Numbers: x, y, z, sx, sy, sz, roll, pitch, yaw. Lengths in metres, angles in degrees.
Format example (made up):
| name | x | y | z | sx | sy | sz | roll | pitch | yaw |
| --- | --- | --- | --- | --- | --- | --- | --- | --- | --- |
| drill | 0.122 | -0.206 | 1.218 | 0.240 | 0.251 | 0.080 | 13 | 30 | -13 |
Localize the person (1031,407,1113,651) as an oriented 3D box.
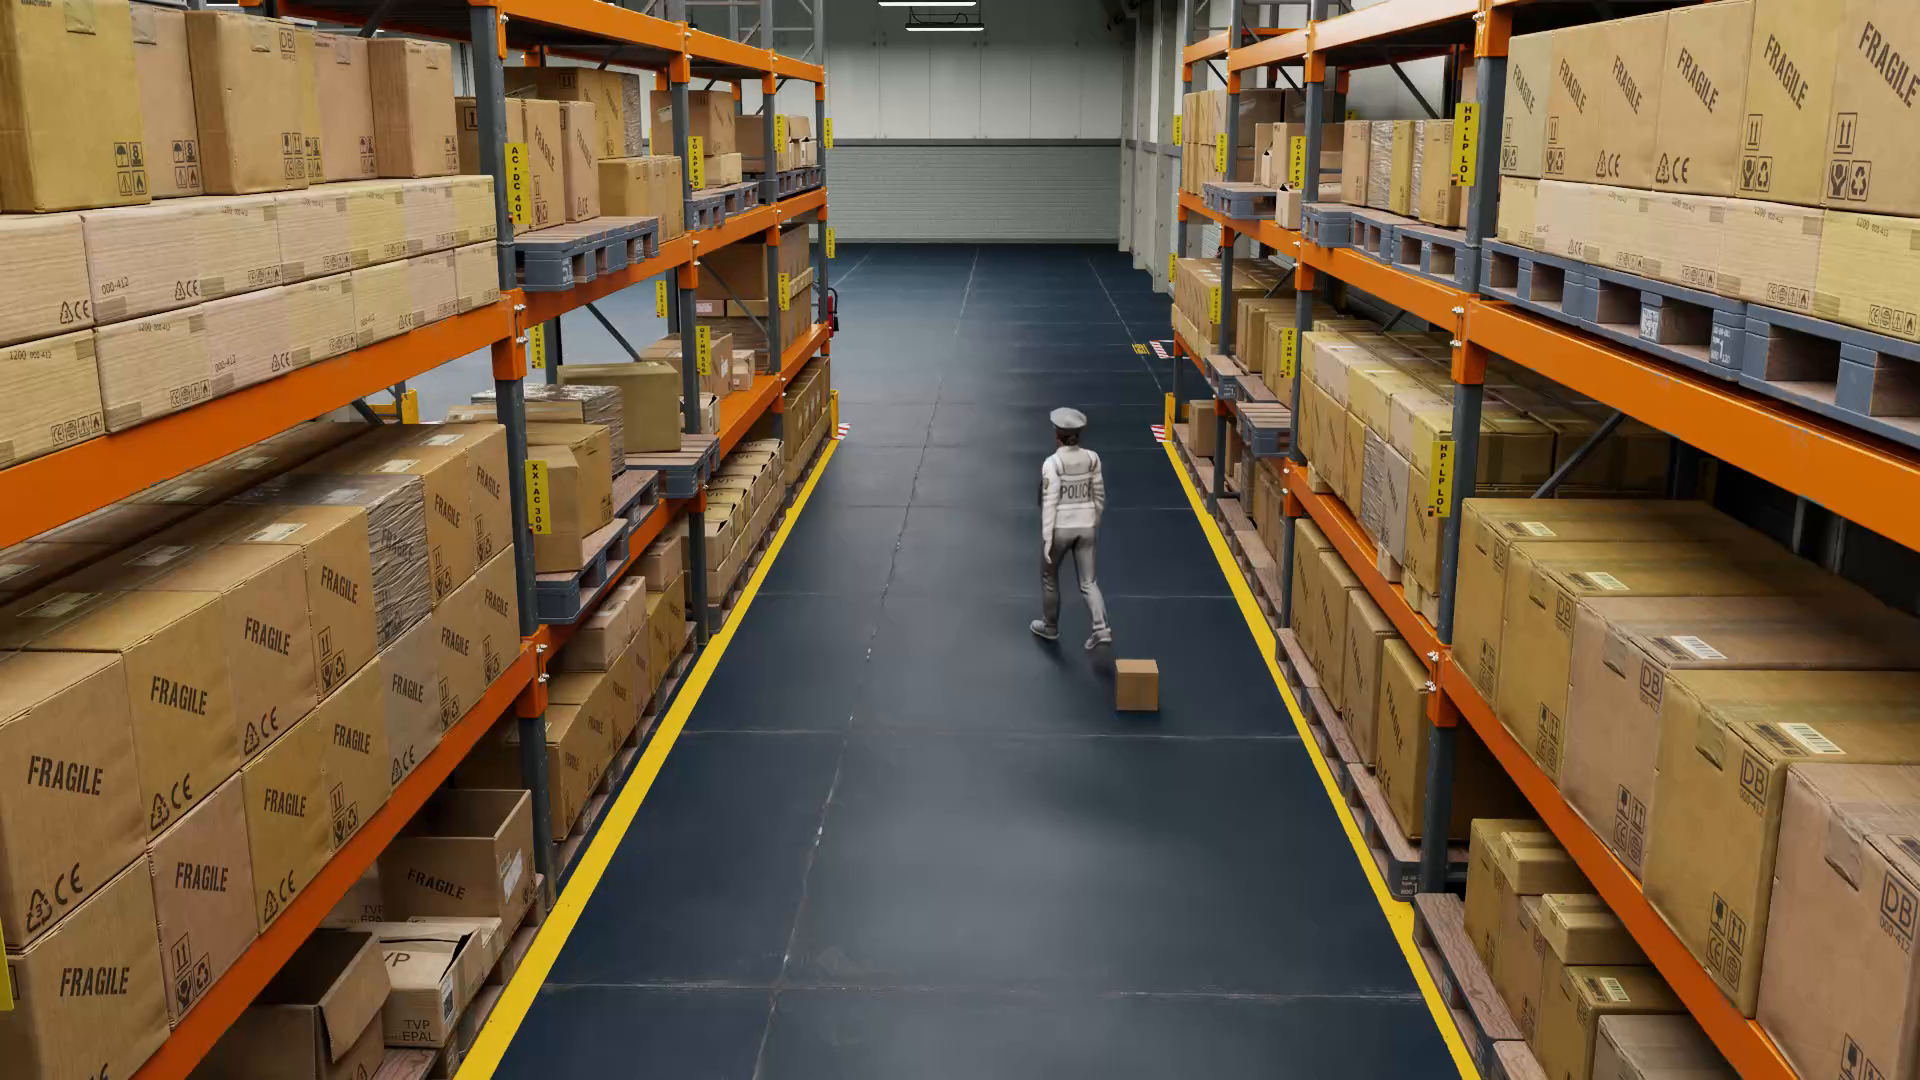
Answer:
| name | x | y | z | sx | sy | sz | roll | pitch | yaw |
| --- | --- | --- | --- | --- | --- | --- | --- | --- | --- |
| person | 0.773 | -0.060 | 11.183 | 0.503 | 1.640 | 0.960 | -5 | 15 | -20 |
